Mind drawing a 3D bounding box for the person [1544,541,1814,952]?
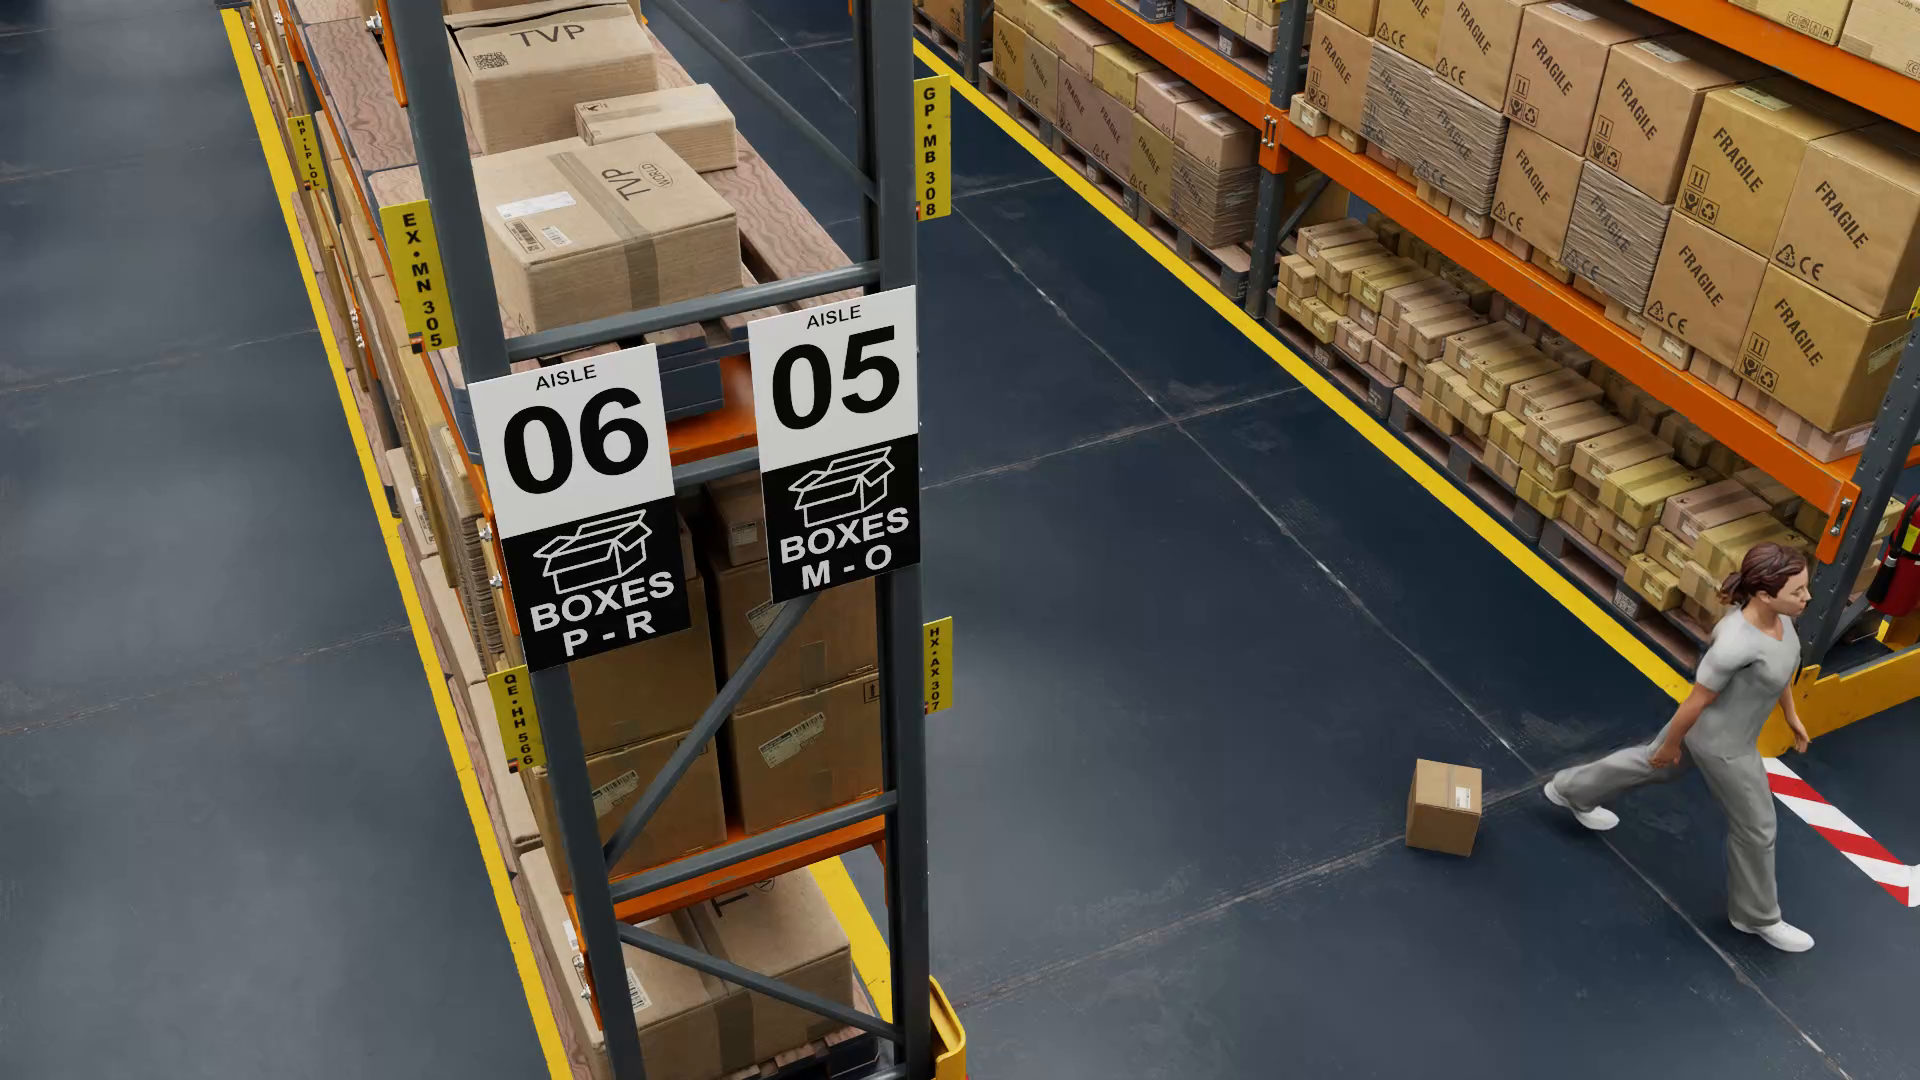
[{"bbox_3d":[2.757,0.672,5.993,1.080,1.617,0.445,23,43,27],"label":"person"}]
